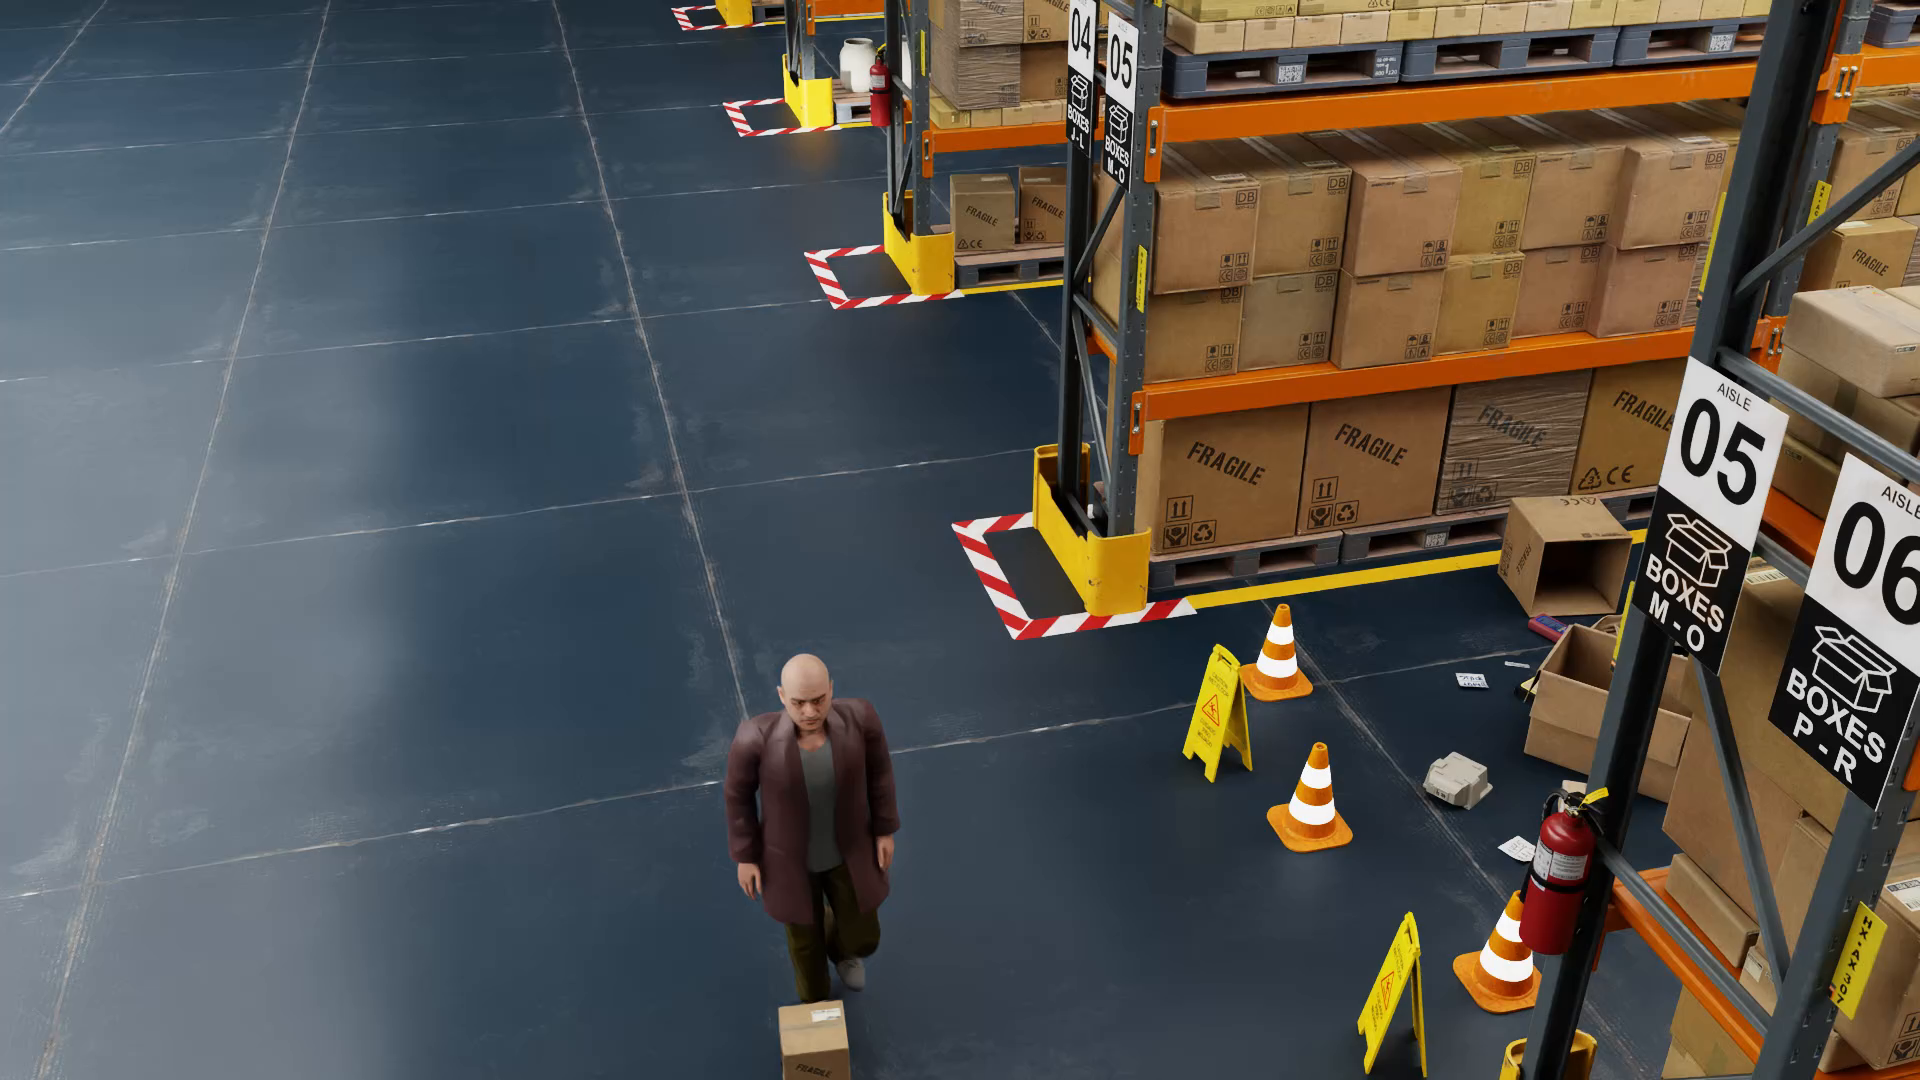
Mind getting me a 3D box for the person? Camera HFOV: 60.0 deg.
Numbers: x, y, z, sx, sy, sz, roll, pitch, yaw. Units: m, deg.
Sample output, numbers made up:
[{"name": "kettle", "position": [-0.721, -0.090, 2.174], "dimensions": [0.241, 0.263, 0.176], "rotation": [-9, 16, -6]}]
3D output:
[{"name": "person", "position": [-0.550, 1.219, 6.309], "dimensions": [0.647, 1.577, 0.564], "rotation": [-8, 31, -14]}]
